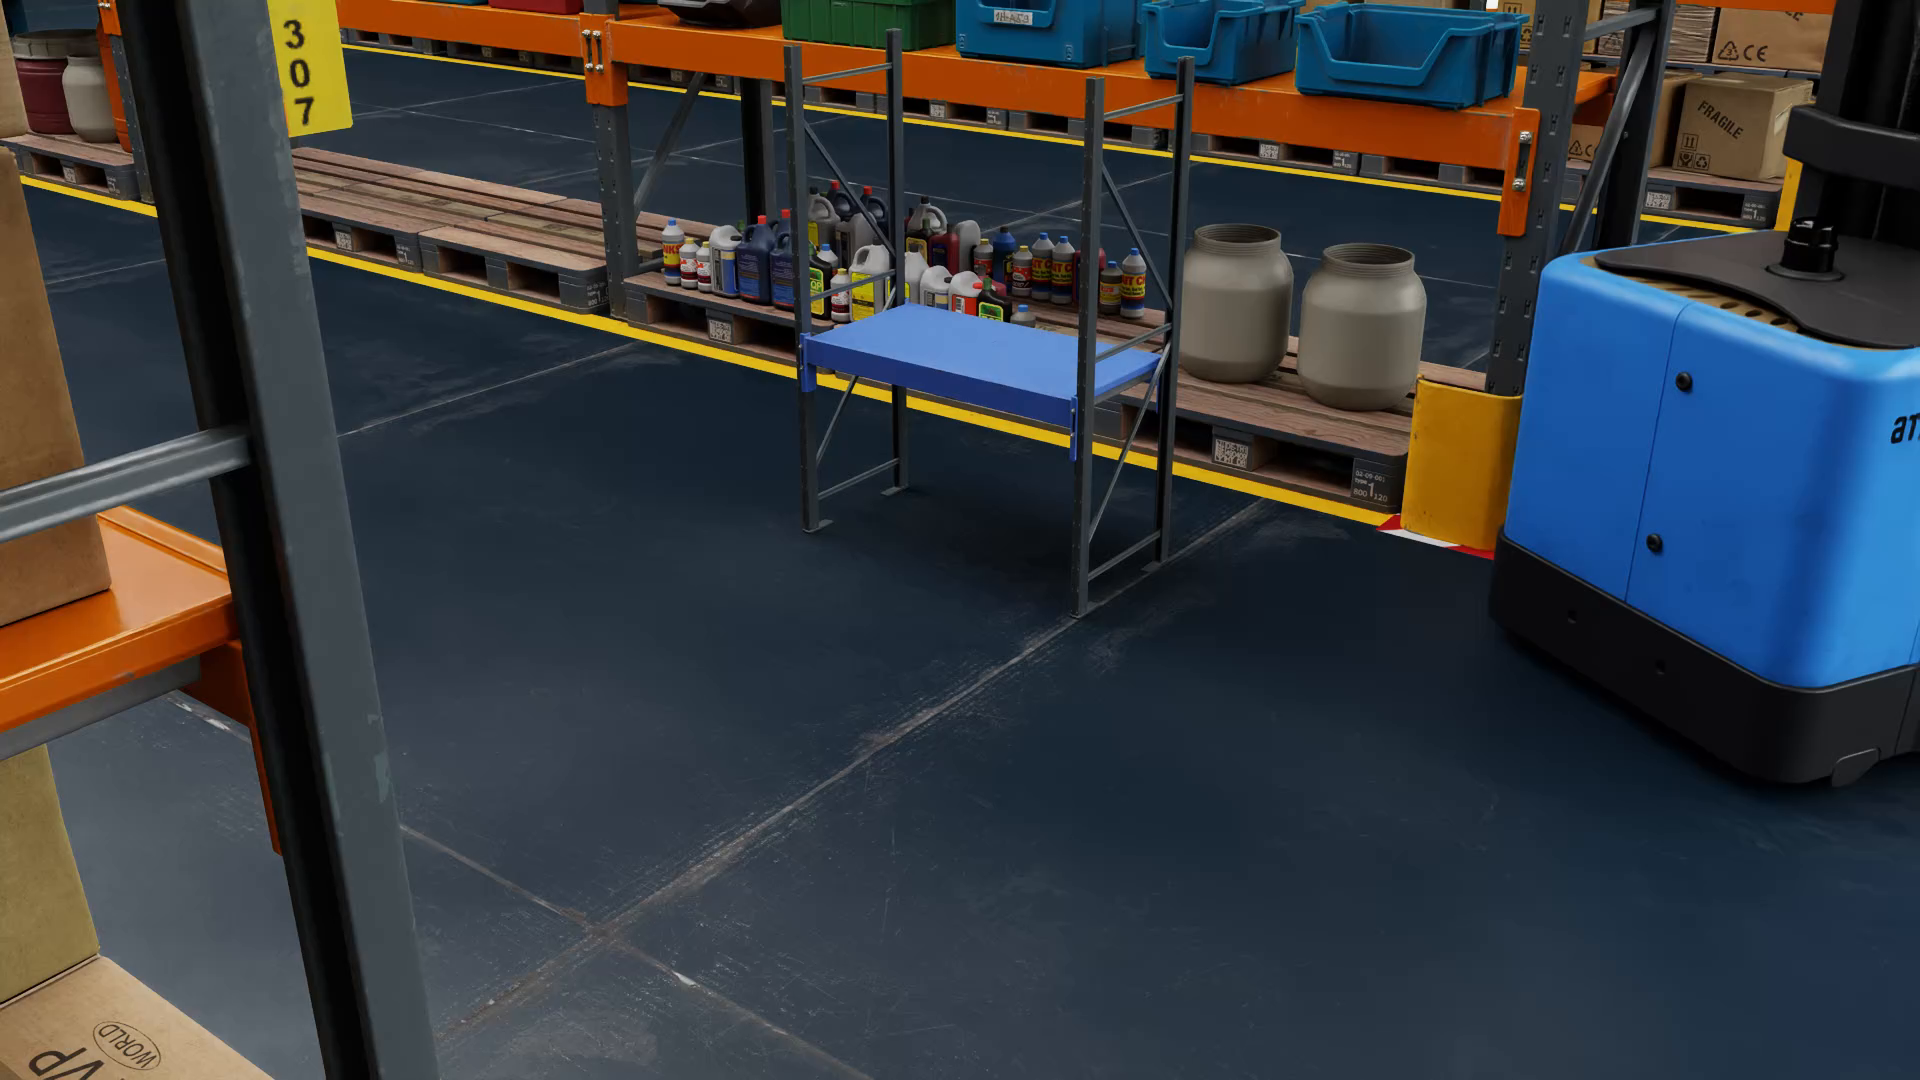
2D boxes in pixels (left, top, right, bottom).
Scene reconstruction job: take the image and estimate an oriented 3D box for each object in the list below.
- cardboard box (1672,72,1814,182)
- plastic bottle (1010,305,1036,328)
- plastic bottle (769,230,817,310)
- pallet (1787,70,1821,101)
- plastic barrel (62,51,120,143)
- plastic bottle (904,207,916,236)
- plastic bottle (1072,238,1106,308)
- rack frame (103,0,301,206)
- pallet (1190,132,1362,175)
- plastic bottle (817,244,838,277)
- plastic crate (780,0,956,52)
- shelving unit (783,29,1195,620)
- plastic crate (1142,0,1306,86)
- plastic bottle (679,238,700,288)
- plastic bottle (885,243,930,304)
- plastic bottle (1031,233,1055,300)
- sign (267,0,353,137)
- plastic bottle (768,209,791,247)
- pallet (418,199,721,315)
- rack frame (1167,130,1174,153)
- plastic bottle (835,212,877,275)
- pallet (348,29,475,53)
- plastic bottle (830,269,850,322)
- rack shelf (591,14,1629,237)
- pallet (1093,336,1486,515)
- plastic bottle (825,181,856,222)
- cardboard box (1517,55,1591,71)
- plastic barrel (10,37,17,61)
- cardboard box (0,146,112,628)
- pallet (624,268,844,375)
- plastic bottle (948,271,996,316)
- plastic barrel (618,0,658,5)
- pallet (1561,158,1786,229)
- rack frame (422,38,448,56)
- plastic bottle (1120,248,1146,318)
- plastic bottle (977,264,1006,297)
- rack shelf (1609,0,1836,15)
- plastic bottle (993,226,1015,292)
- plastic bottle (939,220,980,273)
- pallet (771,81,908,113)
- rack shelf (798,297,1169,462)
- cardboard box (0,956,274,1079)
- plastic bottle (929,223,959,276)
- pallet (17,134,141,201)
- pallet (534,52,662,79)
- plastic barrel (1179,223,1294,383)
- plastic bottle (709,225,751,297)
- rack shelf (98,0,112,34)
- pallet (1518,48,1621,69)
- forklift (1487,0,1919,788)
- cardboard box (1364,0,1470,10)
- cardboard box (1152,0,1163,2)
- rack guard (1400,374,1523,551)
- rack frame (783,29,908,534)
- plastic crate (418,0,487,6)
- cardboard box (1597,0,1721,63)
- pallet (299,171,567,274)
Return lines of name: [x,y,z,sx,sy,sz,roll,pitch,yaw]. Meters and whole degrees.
cardboard box: [4.448,-2.357,9.459,0.500,0.500,0.500,-20,31,-38]
plastic bottle: [0.235,-0.778,6.220,0.097,0.201,0.097,0,24,0]
plastic bottle: [-0.685,-1.136,6.848,0.185,0.351,0.144,15,28,31]
pallet: [7.307,-3.620,13.205,1.213,0.211,1.003,17,29,33]
plastic barrel: [-5.341,-2.763,10.365,0.421,0.512,0.421,0,24,0]
plastic bottle: [-0.236,-1.345,7.405,0.133,0.283,0.061,19,30,37]
plastic bottle: [0.533,-1.112,6.877,0.133,0.283,0.061,17,29,34]
rack frame: [-4.434,-3.489,9.448,0.127,3.000,1.000,17,29,33]
pallet: [2.296,-2.692,11.099,1.213,0.211,1.003,17,29,33]
plastic bottle: [-0.545,-1.076,6.810,0.097,0.271,0.097,0,24,0]
plastic crate: [-0.317,-2.005,6.344,0.662,0.188,0.450,17,29,33]
shelving unit: [0.068,-0.666,4.901,1.048,1.500,0.538,17,29,33]
plastic crate: [0.871,-1.670,5.503,0.408,0.251,0.499,17,29,33]
plastic bottle: [-1.160,-1.199,7.177,0.097,0.201,0.097,0,24,0]
plastic bottle: [-0.196,-0.988,6.512,0.185,0.351,0.144,18,30,35]
plastic bottle: [0.349,-1.153,6.985,0.097,0.271,0.097,0,24,0]
sign: [-0.669,-0.567,1.645,0.005,0.325,0.100,17,29,33]
plastic bottle: [-0.750,-1.228,7.057,0.185,0.351,0.144,17,29,33]
pallet: [-1.885,-1.423,8.217,1.213,0.211,1.003,17,29,33]
rack frame: [1.737,-4.120,10.880,0.127,3.000,1.000,17,29,33]
plastic bottle: [-0.460,-1.313,7.343,0.135,0.276,0.152,17,29,33]
pallet: [-5.226,-4.987,16.307,1.213,0.211,1.003,17,29,33]
plastic bottle: [-0.473,-0.992,6.705,0.097,0.201,0.097,0,24,0]
rack shelf: [0.367,-1.709,6.300,4.000,0.370,1.077,17,29,33]
pallet: [1.231,-0.480,6.077,1.213,0.211,1.003,17,29,33]
plastic bottle: [-0.545,-1.448,7.556,0.185,0.351,0.144,16,28,32]
cardboard box: [3.460,-2.648,10.119,0.500,0.500,0.500,20,31,38]
plastic barrel: [-6.245,-3.036,10.985,0.421,0.512,0.421,0,24,0]
cardboard box: [-1.372,-0.120,1.678,0.500,0.500,0.700,17,29,33]
pallet: [-0.721,-1.070,7.416,1.213,0.211,1.003,17,29,33]
plastic bottle: [0.050,-0.882,6.363,0.135,0.276,0.152,17,29,34]
plastic barrel: [-1.361,-2.942,7.585,0.708,0.901,0.600,17,29,33]
pallet: [4.248,-2.102,9.760,1.213,0.211,1.003,17,29,33]
rack frame: [-4.664,-6.054,15.270,0.127,3.000,1.000,17,29,33]
plastic bottle: [0.703,-1.046,6.742,0.097,0.271,0.097,0,24,0]
plastic bottle: [0.113,-0.919,6.440,0.133,0.283,0.061,17,29,33]
rack shelf: [3.337,-3.307,9.927,4.000,0.370,1.077,17,29,33]
plastic bottle: [0.187,-1.202,7.096,0.097,0.271,0.097,0,24,0]
plastic bottle: [-0.006,-1.249,7.196,0.135,0.276,0.152,17,29,34]
pallet: [-0.839,-3.621,13.207,1.213,0.211,1.003,17,29,33]
rack shelf: [0.068,-0.501,4.973,1.000,0.185,0.538,17,29,33]
cardboard box: [-1.302,0.908,2.359,0.500,0.250,0.500,17,29,33]
plastic bottle: [-0.069,-1.217,7.116,0.133,0.283,0.061,17,29,33]
pallet: [-5.090,-2.390,10.412,1.213,0.211,1.003,17,29,33]
pallet: [-3.021,-4.321,14.795,1.213,0.211,1.003,17,29,33]
plastic barrel: [0.994,-0.864,6.055,0.421,0.512,0.421,0,24,0]
plastic bottle: [-0.966,-1.189,7.060,0.135,0.276,0.152,18,30,35]
rack shelf: [-6.035,-3.643,10.691,4.000,0.370,1.077,17,29,33]
pallet: [5.354,-4.210,14.544,1.213,0.211,1.003,17,29,33]
forklift: [3.027,-1.141,4.205,3.031,2.935,1.130,-10,26,-21]
cardboard box: [4.242,-4.979,15.100,0.750,0.750,1.050,17,29,33]
cardboard box: [2.025,-5.649,16.620,0.750,0.750,1.050,16,29,33]
rack guard: [1.878,-0.414,5.569,0.348,0.500,1.175,17,29,33]
rack frame: [-0.339,-0.789,5.180,0.032,1.500,0.500,17,29,33]
plastic crate: [-2.303,-2.681,7.634,0.575,0.384,0.392,17,29,33]
cardboard box: [5.978,-4.524,13.911,0.875,0.875,0.875,17,29,34]
pallet: [-2.866,-1.718,8.887,1.213,0.211,1.003,17,29,33]
